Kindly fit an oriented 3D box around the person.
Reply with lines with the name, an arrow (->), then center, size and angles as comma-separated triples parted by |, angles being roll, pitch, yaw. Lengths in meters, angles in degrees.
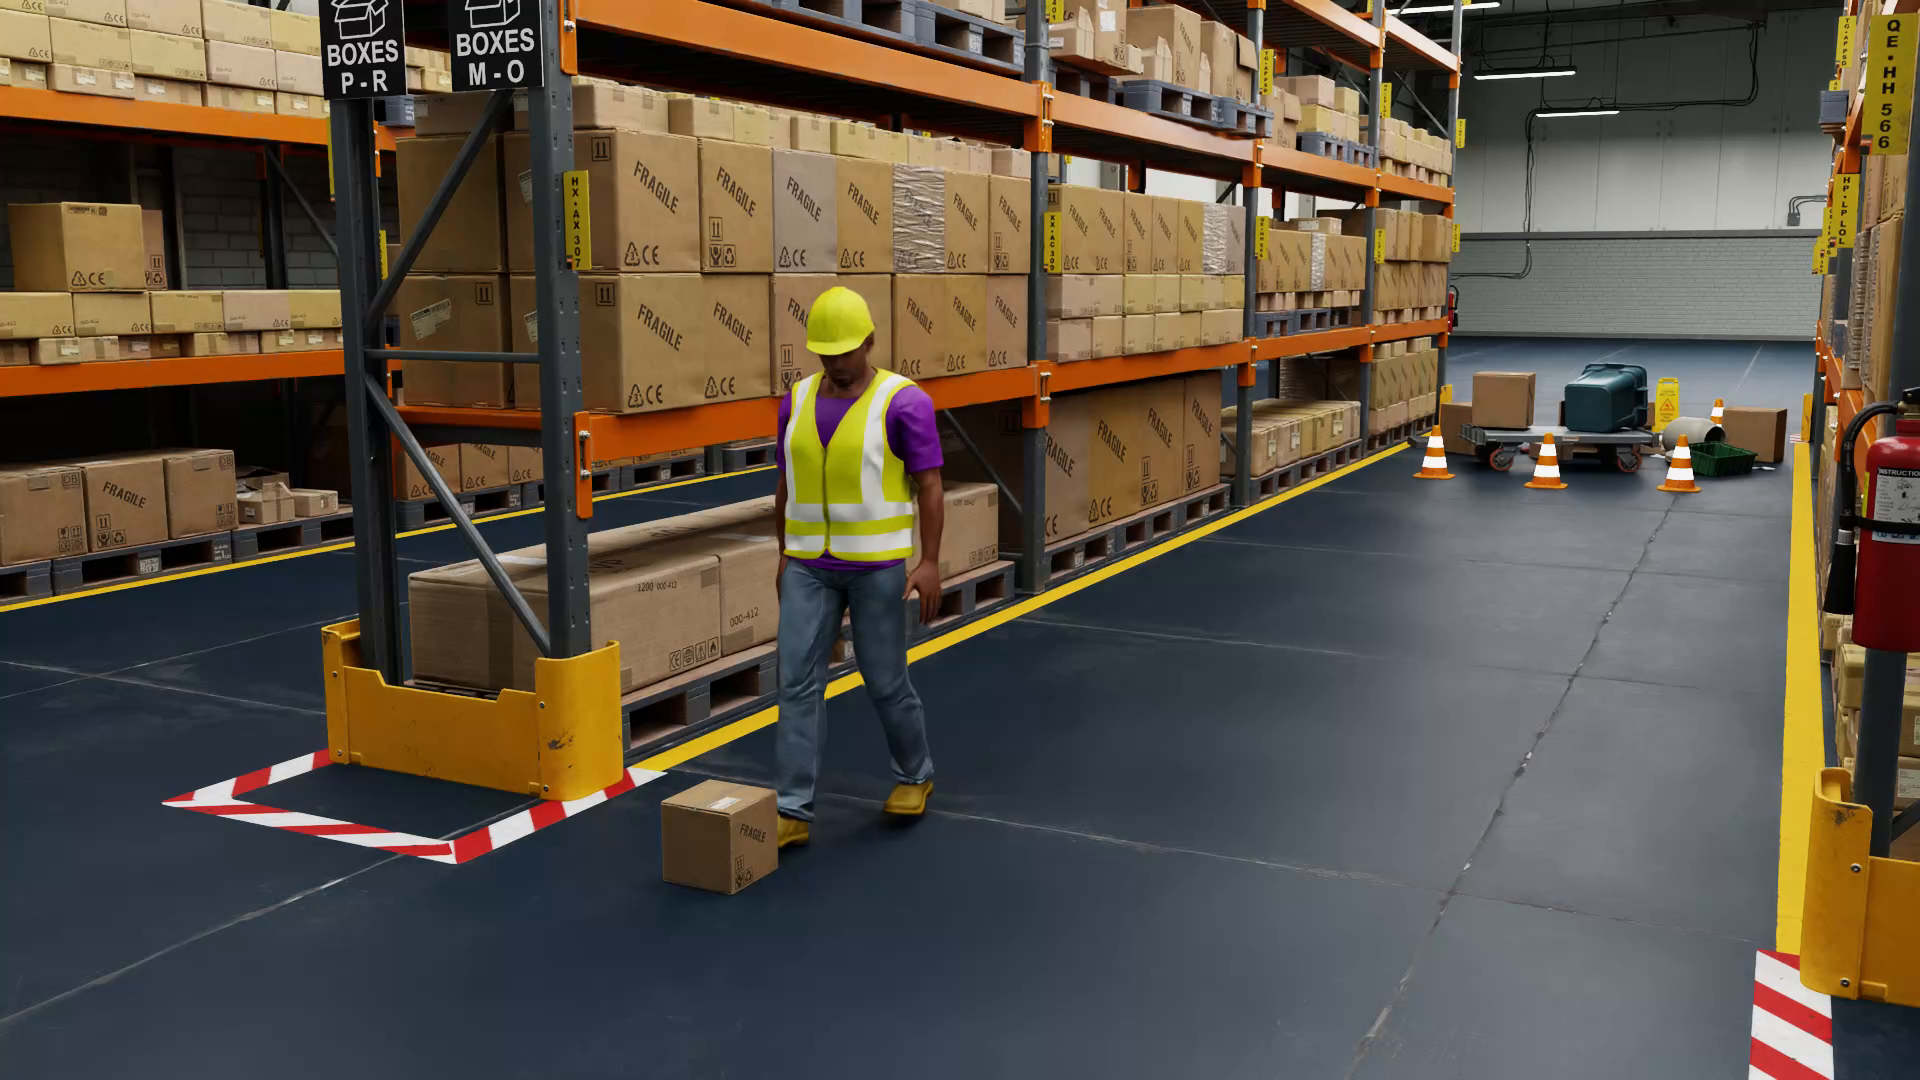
person -> -0.365, 0.085, 5.234 | 0.618, 1.746, 0.777 | 4, 10, 22
